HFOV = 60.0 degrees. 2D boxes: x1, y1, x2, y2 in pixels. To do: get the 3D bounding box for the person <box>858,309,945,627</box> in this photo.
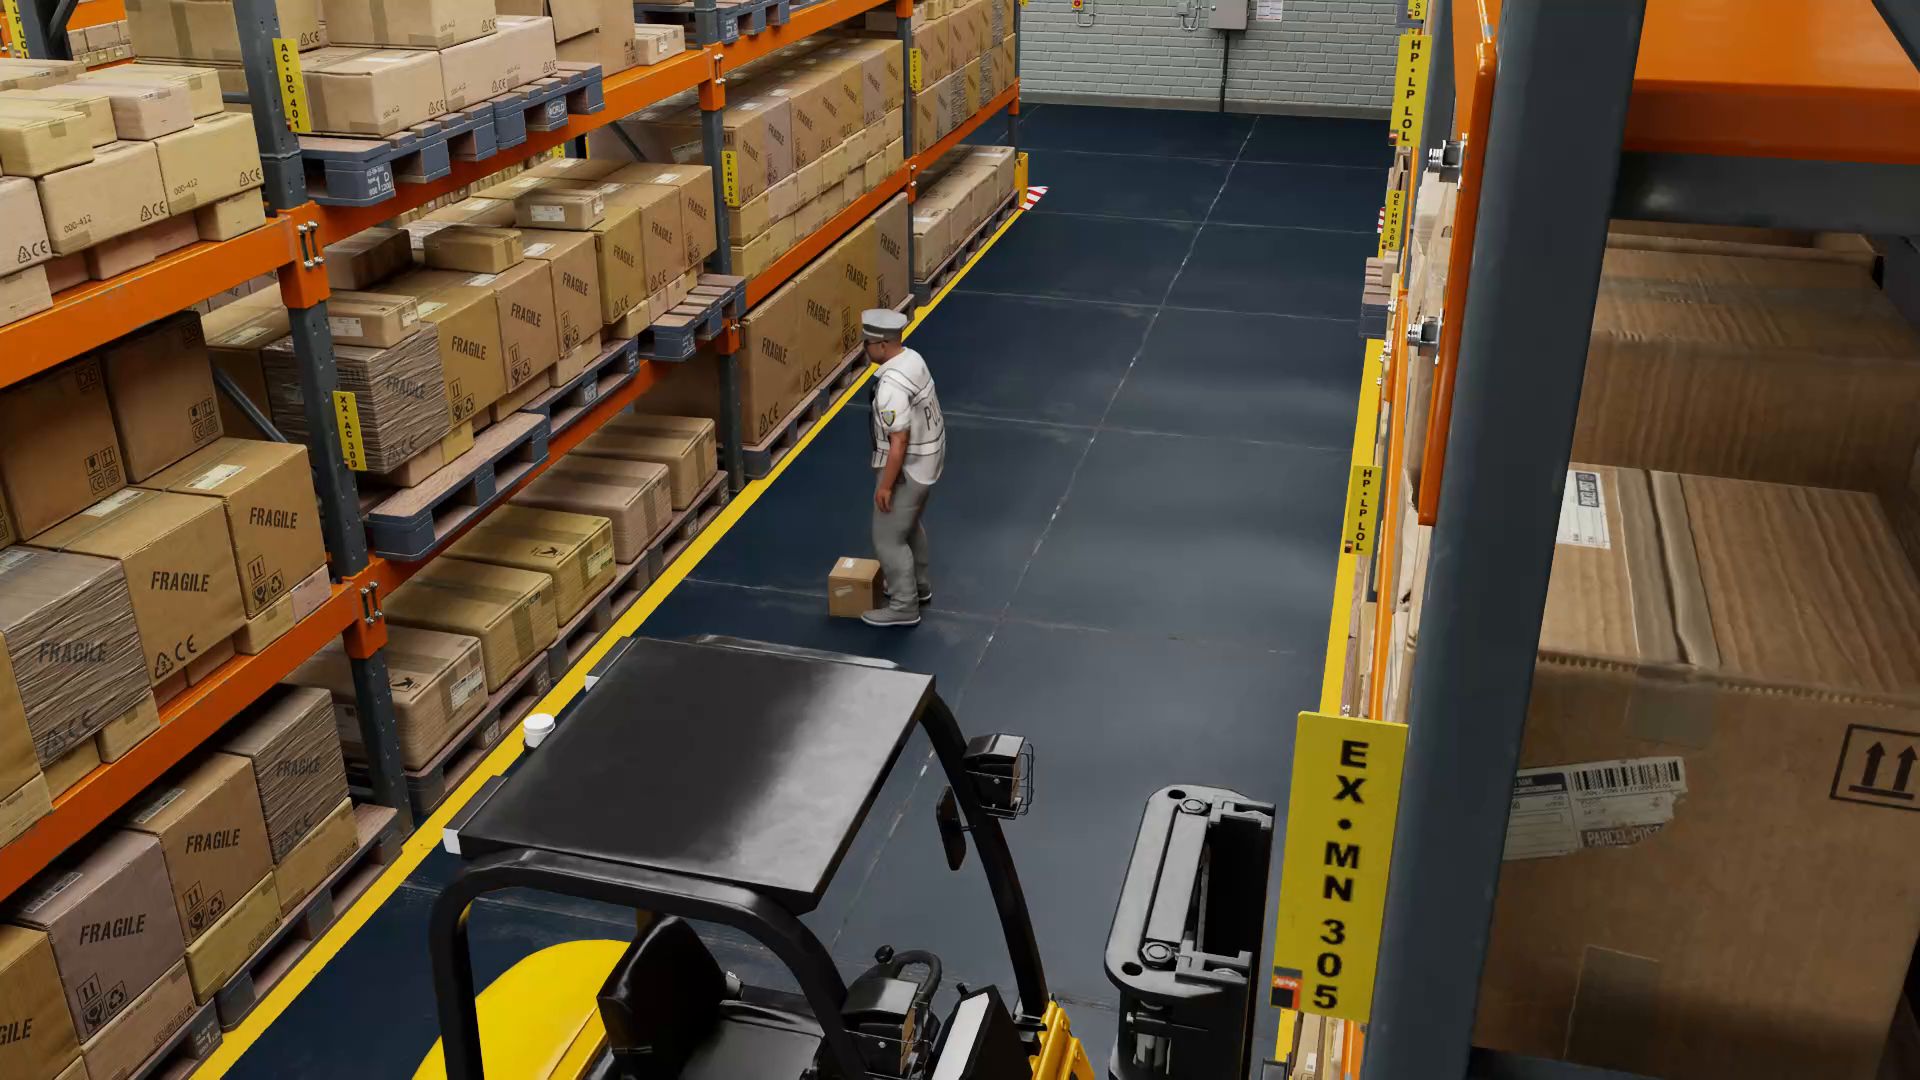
[{"bbox_3d":[-0.307,-0.384,8.917,0.437,1.747,0.602,5,26,10],"label":"person"}]
